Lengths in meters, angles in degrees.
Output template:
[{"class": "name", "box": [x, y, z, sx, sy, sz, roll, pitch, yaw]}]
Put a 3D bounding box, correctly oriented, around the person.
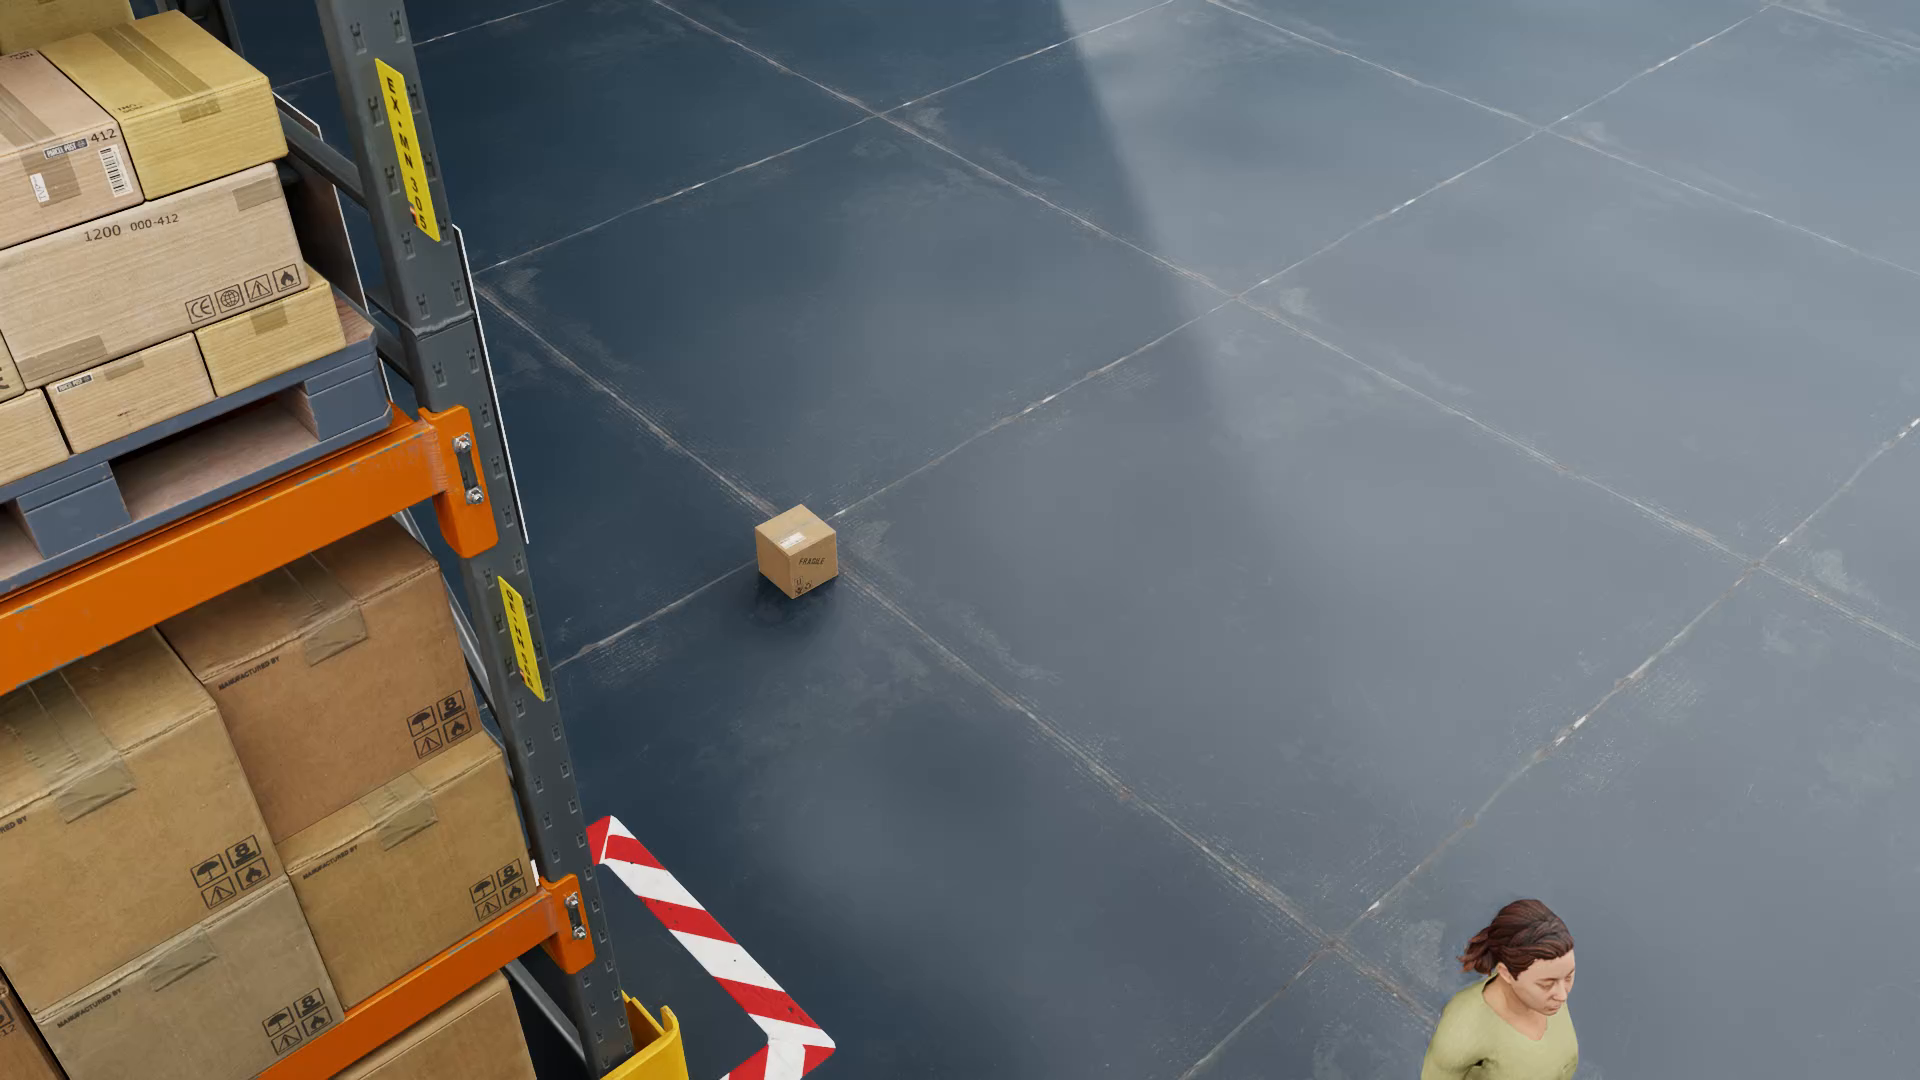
[{"class": "person", "box": [1.322, 1.514, 4.342, 0.447, 1.642, 0.830, -21, 44, -23]}]
